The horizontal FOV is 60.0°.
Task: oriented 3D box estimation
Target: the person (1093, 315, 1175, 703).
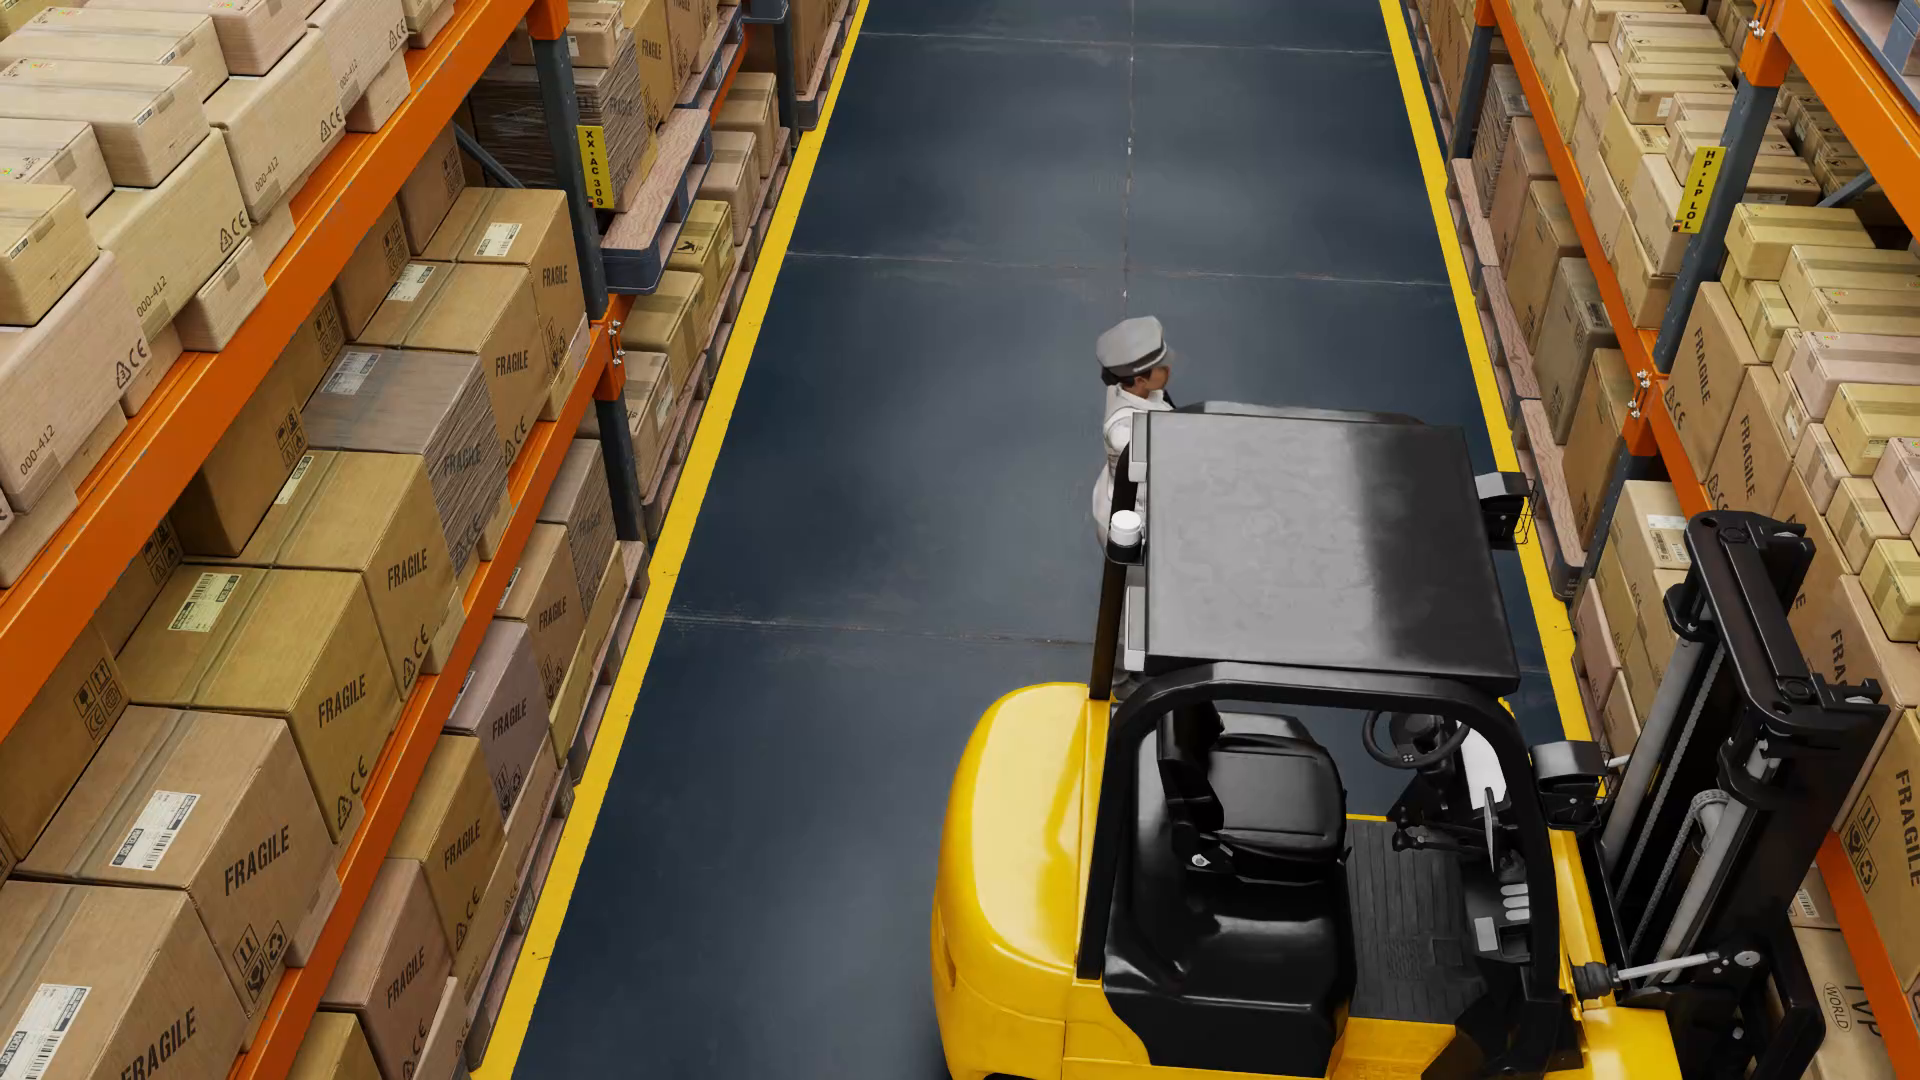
[{"bbox_3d":[0.736,-0.079,6.233,0.532,1.690,0.459,3,40,4],"label":"person"}]
